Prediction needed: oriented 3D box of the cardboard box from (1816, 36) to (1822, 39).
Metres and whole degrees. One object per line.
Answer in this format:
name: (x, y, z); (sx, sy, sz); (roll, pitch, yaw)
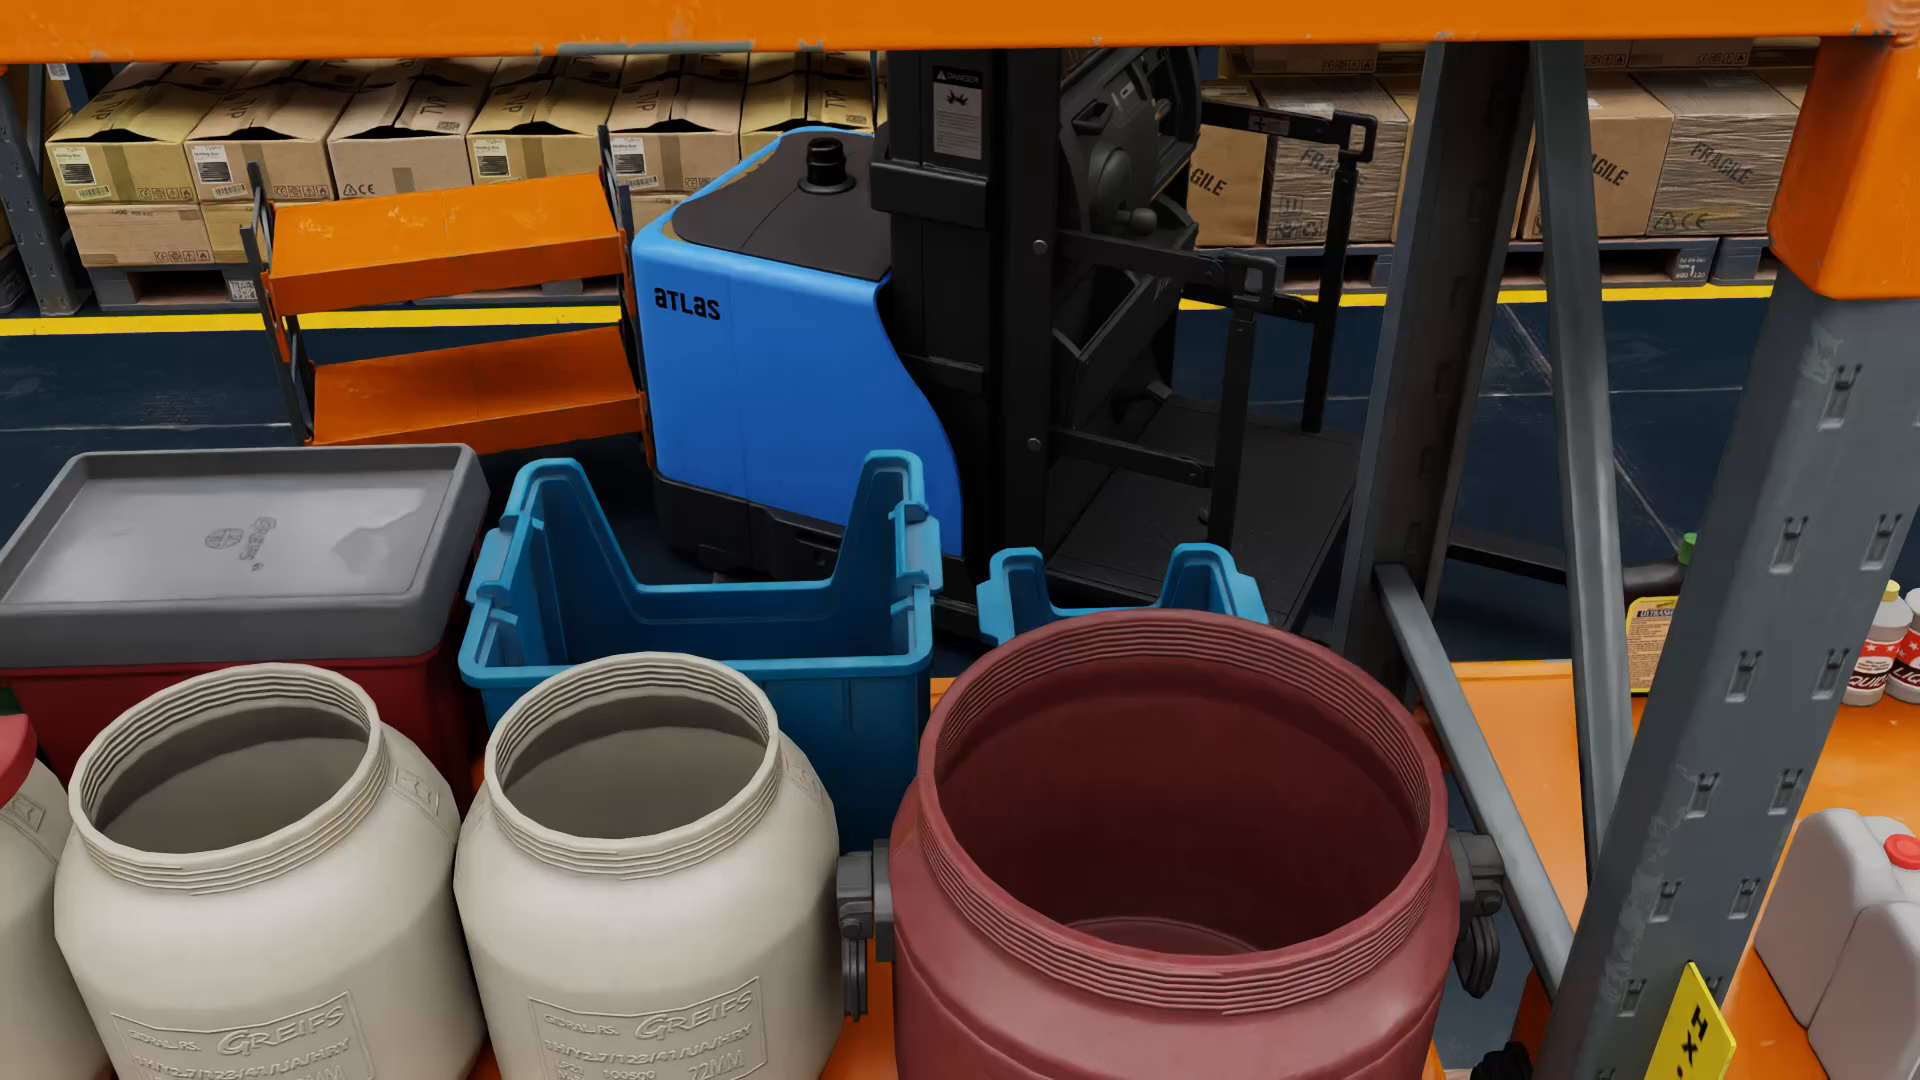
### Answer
cardboard box: (3.942, -1.881, 7.142); (0.500, 0.500, 0.500); (-3, 35, -4)

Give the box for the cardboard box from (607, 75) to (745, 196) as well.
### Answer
cardboard box: (-1.093, -1.584, 6.457); (0.500, 0.311, 0.500); (-2, 35, -3)

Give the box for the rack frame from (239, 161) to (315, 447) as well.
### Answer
rack frame: (-2.003, -0.513, 5.003); (0.032, 1.125, 0.500); (-10, 36, -14)

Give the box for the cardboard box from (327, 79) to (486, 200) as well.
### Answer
cardboard box: (-2.112, -1.554, 6.414); (0.500, 0.311, 0.500); (-3, 35, -4)

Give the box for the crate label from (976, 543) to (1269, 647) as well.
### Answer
crate label: (0.234, 0.188, 2.489); (0.416, 0.233, 0.303); (-2, 35, -2)

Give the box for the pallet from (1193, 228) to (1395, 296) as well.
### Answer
pallet: (1.189, -1.347, 7.011); (1.213, 0.211, 1.003); (-2, 35, -2)

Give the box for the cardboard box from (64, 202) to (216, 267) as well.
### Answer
cardboard box: (-3.139, -1.299, 6.538); (0.500, 0.250, 0.500); (-2, 35, -3)

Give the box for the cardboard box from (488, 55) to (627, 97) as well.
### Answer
cardboard box: (-1.643, -1.875, 6.877); (0.500, 0.311, 0.500); (-2, 35, -3)

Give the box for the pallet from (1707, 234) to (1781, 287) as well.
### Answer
pallet: (3.626, -1.412, 7.106); (1.213, 0.211, 1.003); (-2, 35, -2)

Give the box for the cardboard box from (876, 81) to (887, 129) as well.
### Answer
cardboard box: (-0.070, -1.613, 6.500); (0.500, 0.311, 0.500); (-1, 35, -1)

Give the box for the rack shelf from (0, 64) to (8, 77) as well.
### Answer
rack shelf: (-1.556, -2.145, 6.346); (4.000, 0.370, 1.077); (-2, 35, -2)

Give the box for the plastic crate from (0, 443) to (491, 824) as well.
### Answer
plastic crate: (-0.956, 0.164, 2.321); (0.583, 0.464, 0.402); (-2, 35, -2)

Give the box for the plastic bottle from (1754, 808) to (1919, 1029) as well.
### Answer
plastic bottle: (1.113, 0.458, 2.062); (0.135, 0.276, 0.152); (-2, 35, -2)

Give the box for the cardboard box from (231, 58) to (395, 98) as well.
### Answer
cardboard box: (-2.644, -1.851, 6.843); (0.500, 0.311, 0.500); (-1, 35, -1)

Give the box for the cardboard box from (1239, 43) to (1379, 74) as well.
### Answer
cardboard box: (1.421, -2.119, 6.827); (0.500, 0.250, 0.500); (0, 35, 0)

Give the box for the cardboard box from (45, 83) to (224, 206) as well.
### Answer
cardboard box: (-3.129, -1.529, 6.378); (0.500, 0.311, 0.500); (-1, 35, -2)

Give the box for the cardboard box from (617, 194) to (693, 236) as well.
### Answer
cardboard box: (-1.090, -1.356, 6.621); (0.500, 0.250, 0.500); (-1, 35, -1)

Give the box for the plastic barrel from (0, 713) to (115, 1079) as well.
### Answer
plastic barrel: (-1.192, 0.440, 1.858); (0.433, 0.535, 0.433); (0, 35, 0)

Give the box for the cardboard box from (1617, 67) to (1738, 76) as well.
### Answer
cardboard box: (2.910, -1.851, 7.099); (0.500, 0.500, 0.500); (-1, 35, -2)

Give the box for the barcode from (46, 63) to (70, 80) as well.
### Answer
barcode: (-3.279, -1.705, 6.044); (0.075, 0.075, 0.001); (-2, 35, -2)

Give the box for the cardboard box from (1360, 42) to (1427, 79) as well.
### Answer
cardboard box: (1.881, -1.820, 7.054); (0.500, 0.500, 0.500); (-3, 35, -4)

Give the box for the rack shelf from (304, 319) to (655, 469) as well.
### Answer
rack shelf: (-1.517, -0.397, 5.265); (1.000, 0.278, 0.538); (-10, 36, -14)

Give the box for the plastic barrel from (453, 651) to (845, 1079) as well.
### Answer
plastic barrel: (-0.345, 0.424, 1.903); (0.421, 0.512, 0.421); (0, 35, 0)

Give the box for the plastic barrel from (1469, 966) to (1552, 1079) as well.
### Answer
plastic barrel: (1.160, 1.018, 2.681); (0.708, 0.830, 0.600); (-2, 35, -2)

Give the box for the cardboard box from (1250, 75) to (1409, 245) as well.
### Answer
cardboard box: (1.432, -1.515, 6.613); (0.500, 0.500, 0.500); (-3, 35, -4)

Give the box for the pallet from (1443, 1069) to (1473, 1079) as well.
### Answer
pallet: (1.458, 1.423, 3.009); (1.213, 0.211, 1.003); (-2, 35, -2)

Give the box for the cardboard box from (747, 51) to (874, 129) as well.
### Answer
cardboard box: (-0.620, -1.901, 6.916); (0.500, 0.311, 0.500); (-2, 35, -3)

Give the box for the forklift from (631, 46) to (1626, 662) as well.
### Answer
forklift: (0.630, -1.056, 4.200); (3.031, 2.935, 1.130); (15, 37, 20)

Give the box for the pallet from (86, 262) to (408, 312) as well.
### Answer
pallet: (-2.820, -1.282, 6.917); (1.213, 0.211, 1.003); (-2, 35, -2)

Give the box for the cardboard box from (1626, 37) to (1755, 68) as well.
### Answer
cardboard box: (2.943, -2.162, 6.890); (0.500, 0.250, 0.500); (-1, 35, -2)

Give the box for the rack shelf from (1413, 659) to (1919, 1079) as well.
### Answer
rack shelf: (2.670, 0.563, 2.433); (4.000, 0.370, 1.077); (-2, 35, -2)

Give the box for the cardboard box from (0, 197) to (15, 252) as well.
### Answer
cardboard box: (-4.007, -1.292, 6.529); (0.500, 0.250, 0.500); (-2, 35, -2)

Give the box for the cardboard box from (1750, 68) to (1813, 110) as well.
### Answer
cardboard box: (3.463, -1.571, 6.694); (0.500, 0.500, 0.500); (-1, 35, -2)

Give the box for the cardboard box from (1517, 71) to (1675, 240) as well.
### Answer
cardboard box: (2.455, -1.543, 6.653); (0.500, 0.500, 0.500); (-3, 35, -4)

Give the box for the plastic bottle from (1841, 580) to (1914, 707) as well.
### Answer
plastic bottle: (1.403, 0.150, 2.571); (0.097, 0.201, 0.097); (0, 35, 0)

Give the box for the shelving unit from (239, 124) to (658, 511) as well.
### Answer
shelving unit: (-1.517, -0.598, 5.126); (1.048, 1.125, 0.538); (-10, 36, -14)
